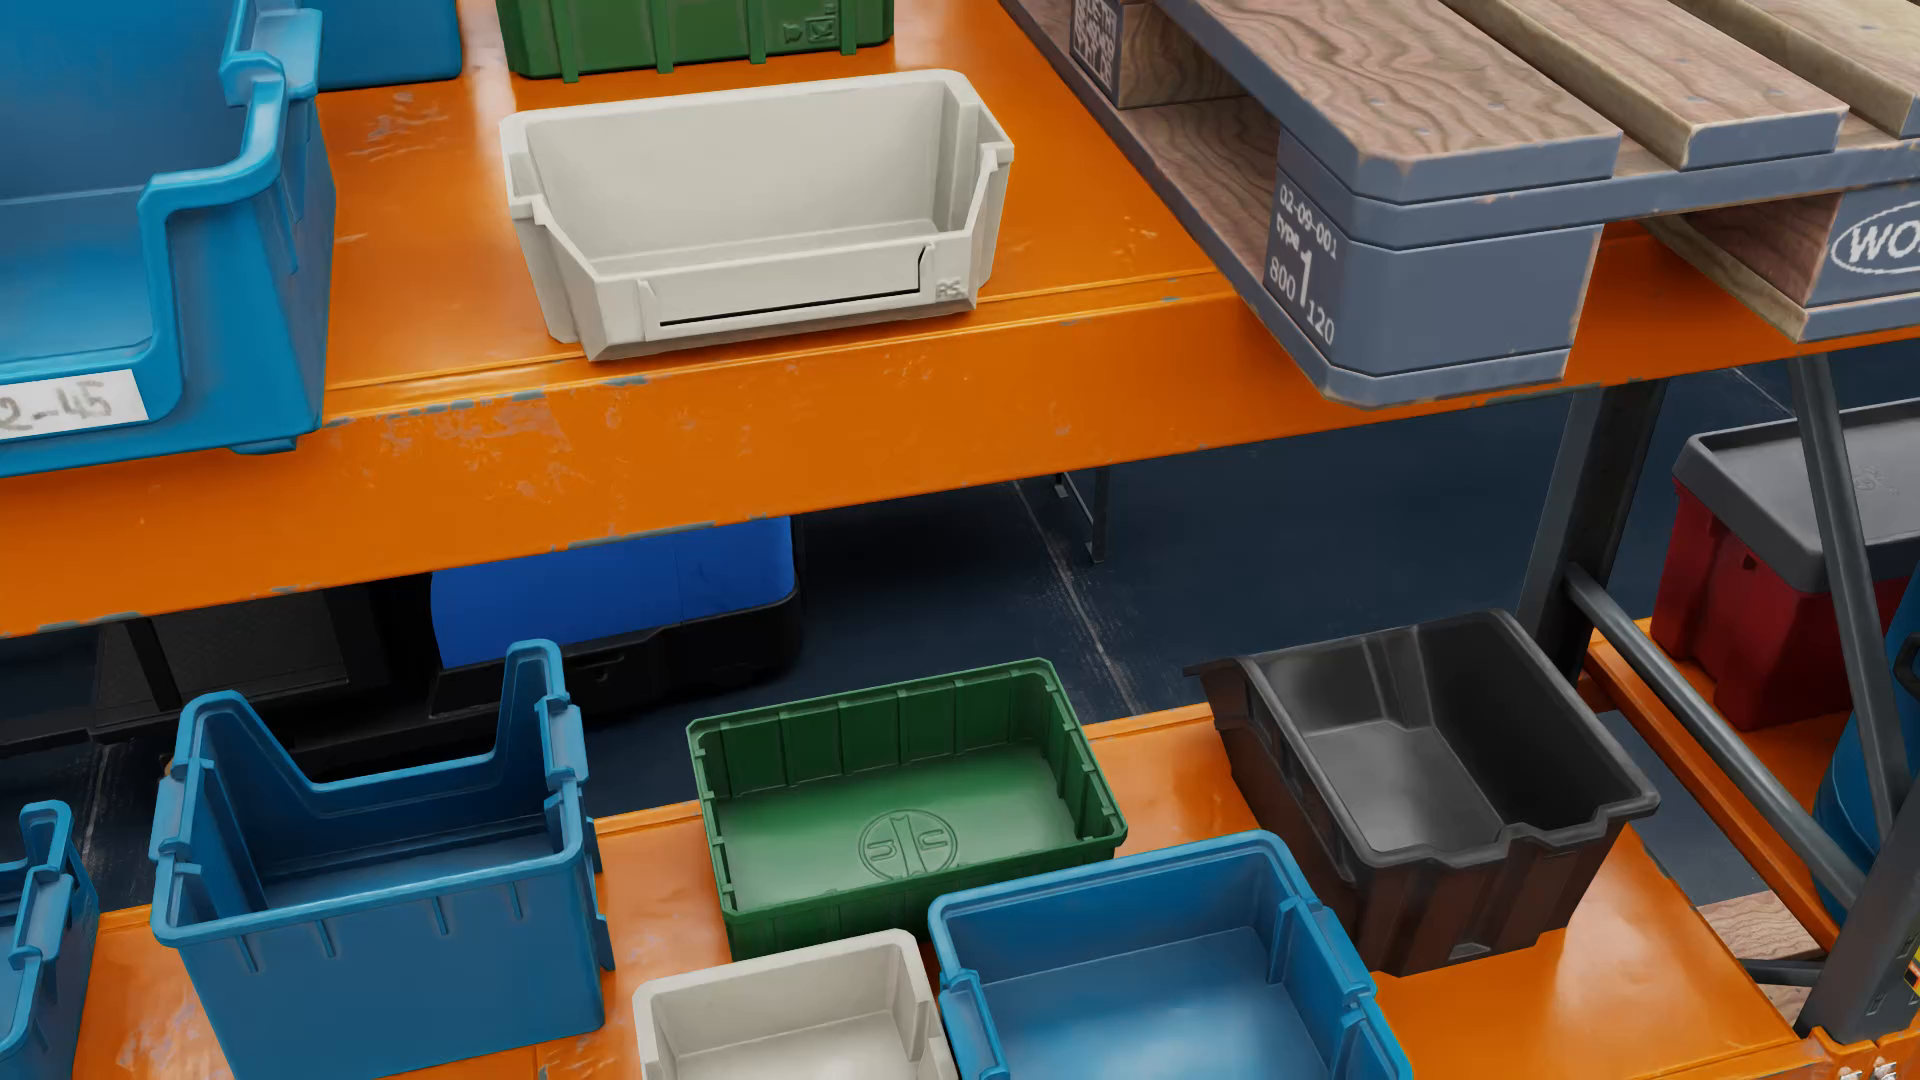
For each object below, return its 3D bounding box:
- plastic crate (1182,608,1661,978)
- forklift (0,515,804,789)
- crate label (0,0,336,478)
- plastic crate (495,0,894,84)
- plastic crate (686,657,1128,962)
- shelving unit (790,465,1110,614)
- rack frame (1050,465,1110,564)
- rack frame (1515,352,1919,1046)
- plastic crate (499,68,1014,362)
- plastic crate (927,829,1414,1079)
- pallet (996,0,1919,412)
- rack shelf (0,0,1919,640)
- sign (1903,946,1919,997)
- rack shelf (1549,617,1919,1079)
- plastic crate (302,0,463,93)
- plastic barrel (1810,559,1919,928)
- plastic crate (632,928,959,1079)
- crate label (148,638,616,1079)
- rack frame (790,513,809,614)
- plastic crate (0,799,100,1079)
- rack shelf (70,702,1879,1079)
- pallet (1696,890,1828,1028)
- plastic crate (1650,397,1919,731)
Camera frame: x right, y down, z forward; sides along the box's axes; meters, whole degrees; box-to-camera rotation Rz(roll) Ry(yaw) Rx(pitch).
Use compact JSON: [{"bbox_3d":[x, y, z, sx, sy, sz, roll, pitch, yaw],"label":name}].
[{"bbox_3d":[0.745,0.368,2.851,0.504,0.338,0.767,-9,38,-12],"label":"plastic crate"},{"bbox_3d":[-2.064,-0.757,4.327,3.031,2.935,1.130,-11,39,-14],"label":"forklift"},{"bbox_3d":[-0.685,-0.266,1.283,0.408,0.251,0.502,-9,38,-12],"label":"crate label"},{"bbox_3d":[-0.311,-0.682,1.878,0.450,0.188,0.336,-9,38,-12],"label":"plastic crate"},{"bbox_3d":[-0.101,0.469,2.843,0.662,0.188,0.450,-9,38,-12],"label":"plastic crate"},{"bbox_3d":[-0.082,-0.582,5.277,1.048,1.500,0.538,-9,38,-12],"label":"shelving unit"},{"bbox_3d":[0.408,-0.663,5.382,0.032,1.500,0.500,-9,38,-12],"label":"rack frame"},{"bbox_3d":[1.283,0.335,2.843,0.127,3.000,1.000,-9,38,-12],"label":"rack frame"},{"bbox_3d":[-0.161,-0.260,1.369,0.396,0.136,0.243,-9,38,-12],"label":"plastic crate"},{"bbox_3d":[0.286,0.729,2.451,0.616,0.251,0.499,-9,38,-12],"label":"plastic crate"},{"bbox_3d":[0.612,-0.609,1.765,1.003,0.211,1.213,-9,38,-12],"label":"pallet"},{"bbox_3d":[-0.648,-0.254,1.736,4.000,0.370,1.077,-9,38,-12],"label":"rack shelf"},{"bbox_3d":[1.416,0.550,2.335,0.005,0.325,0.100,-9,38,-12],"label":"sign"},{"bbox_3d":[3.214,0.304,3.476,4.000,0.370,1.077,-9,38,-12],"label":"rack shelf"},{"bbox_3d":[-0.816,-0.695,1.734,0.575,0.384,0.392,-9,38,-12],"label":"plastic crate"},{"bbox_3d":[1.735,0.253,2.538,0.708,0.901,0.600,-9,38,-12],"label":"plastic barrel"},{"bbox_3d":[-0.218,0.846,2.393,0.437,0.136,0.530,-9,38,-12],"label":"plastic crate"},{"bbox_3d":[-0.872,0.505,2.592,0.616,0.435,0.502,-9,38,-12],"label":"crate label"},{"bbox_3d":[-0.573,-0.502,5.171,0.032,1.500,0.500,-9,38,-12],"label":"rack frame"},{"bbox_3d":[-1.545,0.674,2.523,0.408,0.251,0.499,-9,38,-12],"label":"plastic crate"},{"bbox_3d":[-0.648,0.938,2.647,4.000,0.370,1.077,-9,38,-12],"label":"rack shelf"},{"bbox_3d":[2.031,1.296,3.882,1.213,0.211,1.003,-9,38,-12],"label":"pallet"},{"bbox_3d":[1.671,0.054,3.158,0.583,0.464,0.402,-9,38,-12],"label":"plastic crate"}]
